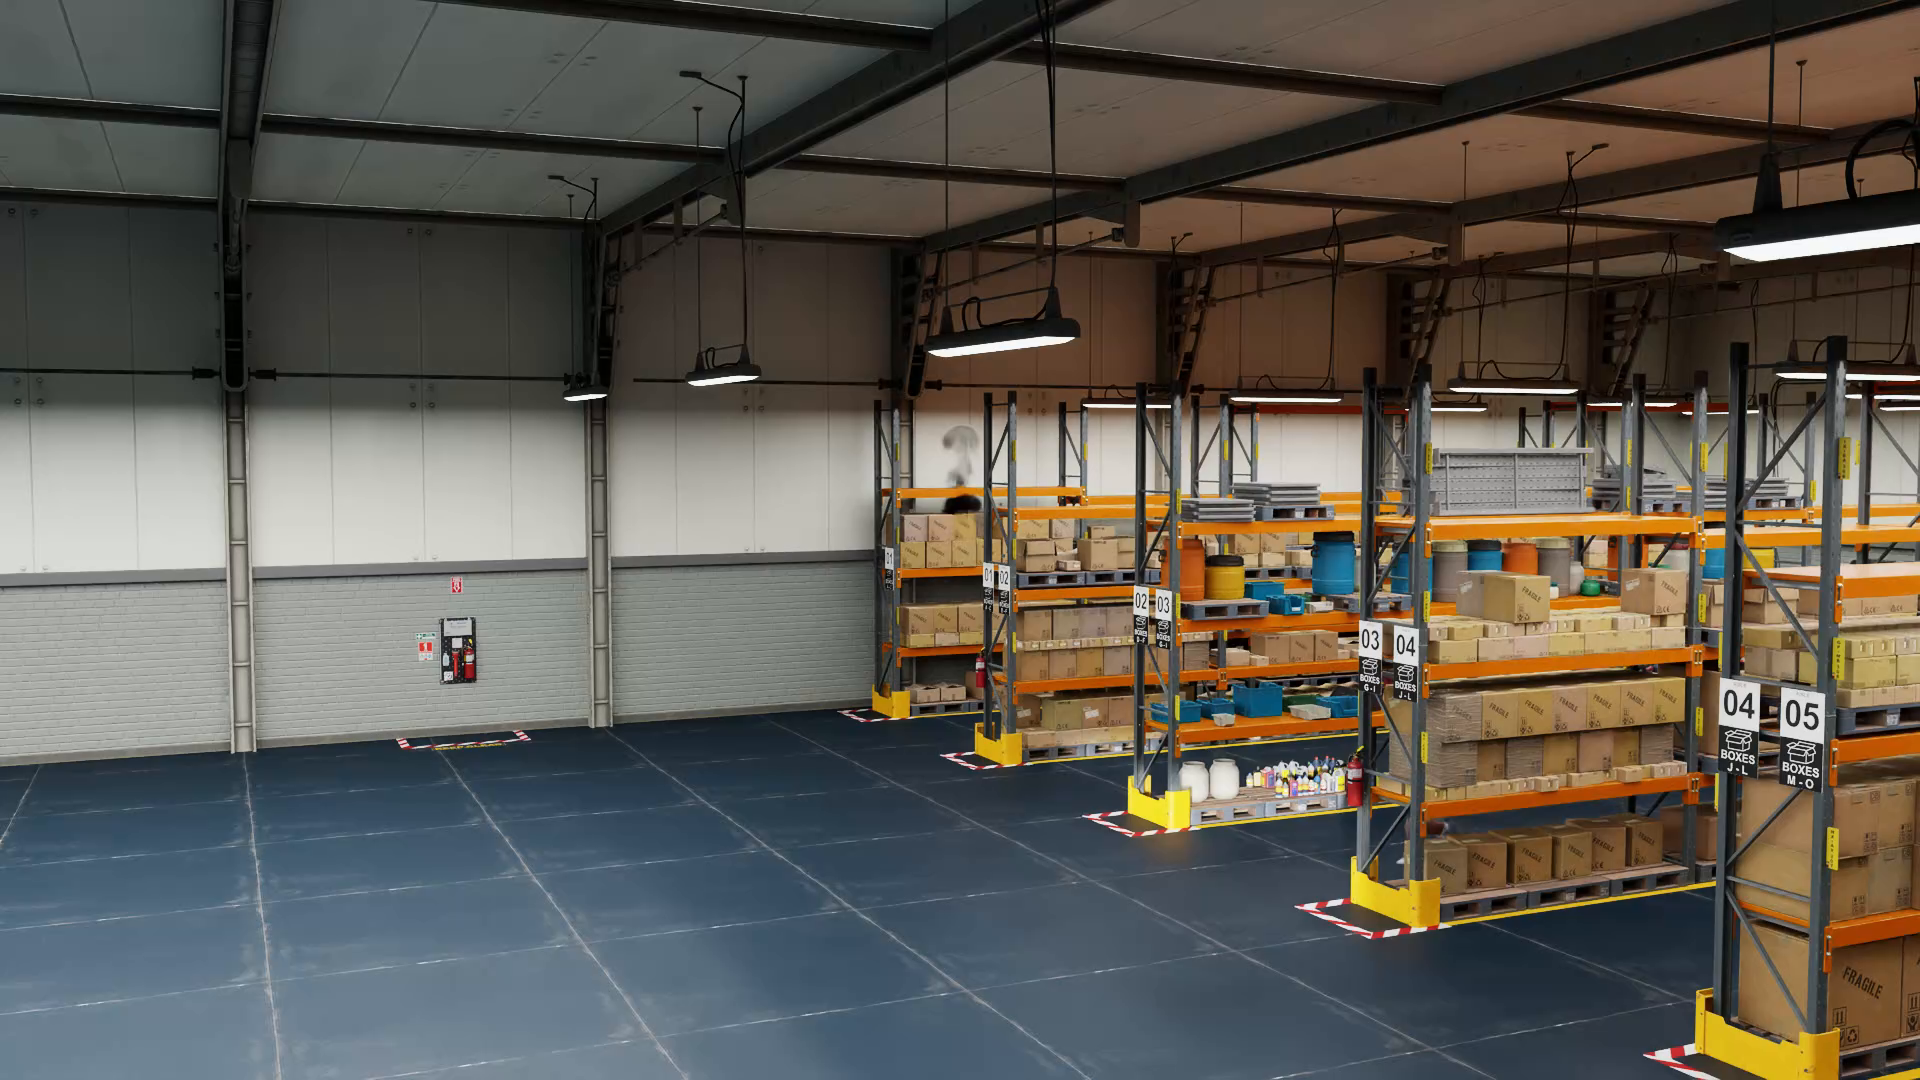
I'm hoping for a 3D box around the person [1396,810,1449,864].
[{"bbox_3d":[5.710,3.205,20.482,0.802,1.593,0.578,-2,4,-28],"label":"person"}]
